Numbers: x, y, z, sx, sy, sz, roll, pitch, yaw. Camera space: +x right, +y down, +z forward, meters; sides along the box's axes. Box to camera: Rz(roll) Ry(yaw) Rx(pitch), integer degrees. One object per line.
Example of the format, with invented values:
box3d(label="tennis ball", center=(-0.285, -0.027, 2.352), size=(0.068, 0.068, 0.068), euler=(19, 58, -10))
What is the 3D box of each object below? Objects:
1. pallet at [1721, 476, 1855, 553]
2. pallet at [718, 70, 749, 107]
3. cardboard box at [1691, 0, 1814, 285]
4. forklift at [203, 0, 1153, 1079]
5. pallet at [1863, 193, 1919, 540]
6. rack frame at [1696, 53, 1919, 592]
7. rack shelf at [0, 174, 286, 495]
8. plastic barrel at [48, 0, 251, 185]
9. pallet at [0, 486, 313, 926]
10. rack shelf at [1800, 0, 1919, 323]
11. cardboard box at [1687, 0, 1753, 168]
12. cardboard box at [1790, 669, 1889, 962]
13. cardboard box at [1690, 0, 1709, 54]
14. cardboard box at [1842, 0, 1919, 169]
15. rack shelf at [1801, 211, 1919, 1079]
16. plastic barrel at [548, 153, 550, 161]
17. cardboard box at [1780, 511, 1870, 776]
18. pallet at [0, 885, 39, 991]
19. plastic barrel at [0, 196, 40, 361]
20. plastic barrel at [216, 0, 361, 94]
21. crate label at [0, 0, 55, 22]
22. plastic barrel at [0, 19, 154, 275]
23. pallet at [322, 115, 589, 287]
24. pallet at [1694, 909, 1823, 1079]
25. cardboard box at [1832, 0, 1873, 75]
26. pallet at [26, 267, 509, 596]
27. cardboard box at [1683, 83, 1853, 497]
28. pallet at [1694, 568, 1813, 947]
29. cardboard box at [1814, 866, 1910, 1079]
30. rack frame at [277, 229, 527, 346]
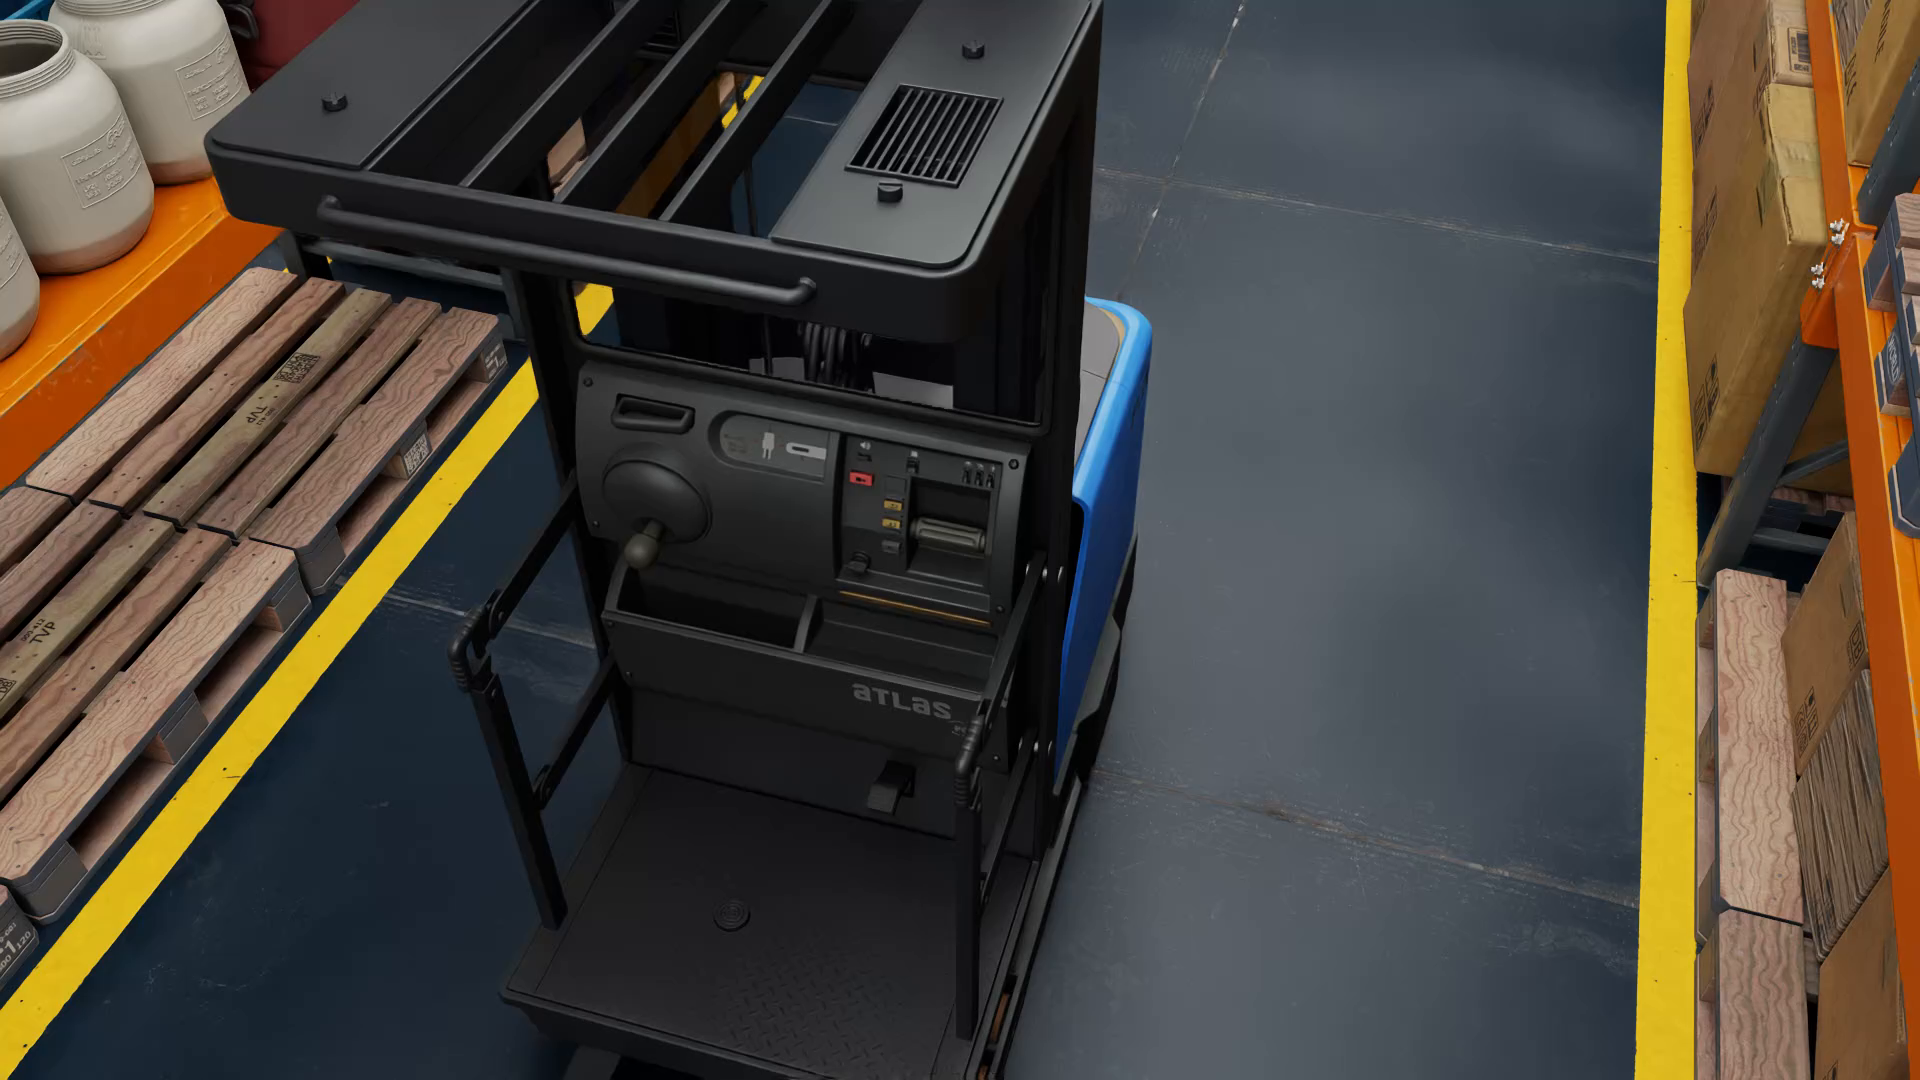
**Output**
box3d(label="pallet", center=(3.062, -0.371, 5.478), size=(1.003, 0.211, 1.213), euler=(13, 46, 13))
box3d(label="pallet", center=(-1.399, -2.256, 7.404), size=(1.003, 0.211, 1.213), euler=(13, 46, 13))
box3d(label="cardboard box", center=(3.258, -1.297, 5.650), size=(1.225, 0.875, 0.875), euler=(13, 46, 13))
box3d(label="forklift", center=(-0.385, 0.005, 3.150), size=(1.130, 2.935, 3.031), euler=(12, 46, 12))
box3d(label="pallet", center=(2.637, -0.292, 3.541), size=(1.213, 0.211, 1.003), euler=(13, 46, 13))
box3d(label="rack frame", center=(2.752, -0.858, 3.982), size=(1.000, 3.000, 0.127), euler=(13, 46, 13))
box3d(label="rack shelf", center=(-2.575, -0.317, 3.944), size=(1.077, 0.370, 4.000), euler=(13, 46, 13))
box3d(label="plastic barrel", center=(-2.077, -1.216, 4.268), size=(0.421, 0.512, 0.421), euler=(0, 44, 0))
box3d(label="pallet", center=(-2.612, 0.408, 4.682), size=(1.003, 0.211, 1.213), euler=(13, 46, 13))
box3d(label="rack shelf", center=(3.357, -1.934, 5.596), size=(1.077, 0.370, 4.000), euler=(13, 46, 13))
box3d(label="cardboard box", center=(3.518, -1.889, 6.254), size=(1.225, 0.875, 0.875), euler=(11, 45, 11))
box3d(label="cardboard box", center=(2.412, 0.701, 3.862), size=(0.700, 0.500, 0.500), euler=(9, 45, 9))
box3d(label="cardboard box", center=(3.788, -2.484, 6.863), size=(1.225, 0.875, 0.875), euler=(13, 46, 13))
box3d(label="cardboard box", center=(2.665, -1.276, 4.337), size=(0.500, 0.500, 0.500), euler=(14, 46, 14))
box3d(label="rack shelf", center=(2.146, 0.732, 2.872), size=(1.077, 0.370, 4.000), euler=(13, 46, 13))
box3d(label="plastic barrel", center=(-1.837, -1.612, 6.004), size=(0.600, 0.830, 0.708), euler=(13, 46, 13))
box3d(label="cardboard box", center=(2.568, 0.329, 4.242), size=(0.700, 0.500, 0.500), euler=(10, 45, 10))
box3d(label="pallet", center=(-2.979, 1.224, 3.848), size=(1.003, 0.211, 1.213), euler=(13, 46, 13))
box3d(label="plastic barrel", center=(-2.328, -0.658, 3.681), size=(0.433, 0.535, 0.433), euler=(0, 44, 0))
box3d(label="plastic barrel", center=(-1.821, -1.583, 4.625), size=(0.600, 0.536, 0.708), euler=(13, 46, 13))
box3d(label="crate label", center=(-2.527, -1.315, 4.424), size=(0.502, 0.435, 0.616), euler=(13, 46, 13))
box3d(label="plastic barrel", center=(-2.204, -0.936, 3.982), size=(0.421, 0.512, 0.421), euler=(0, 44, 0))
box3d(label="pallet", center=(-1.770, -1.445, 6.576), size=(1.003, 0.211, 1.213), euler=(13, 46, 13))
box3d(label="pallet", center=(2.142, 1.469, 3.597), size=(1.003, 0.211, 1.213), euler=(13, 46, 13))
box3d(label="cardboard box", center=(2.821, -1.607, 4.676), size=(0.500, 0.500, 0.500), euler=(12, 46, 12))
box3d(label="pallet", center=(-2.240, -0.403, 5.511), size=(1.003, 0.211, 1.213), euler=(13, 46, 13))
box3d(label="cardboard box", center=(2.980, -0.705, 5.044), size=(1.225, 0.875, 0.875), euler=(11, 45, 11))
box3d(label="pallet", center=(2.513, 0.659, 4.426), size=(1.003, 0.211, 1.213), euler=(13, 46, 13))
box3d(label="cardboard box", center=(2.247, 1.080, 3.474), size=(0.700, 0.500, 0.500), euler=(16, 47, 16))
box3d(label="rack frame", center=(-1.969, -1.907, 5.055), size=(1.000, 3.000, 0.127), euler=(13, 46, 13))
